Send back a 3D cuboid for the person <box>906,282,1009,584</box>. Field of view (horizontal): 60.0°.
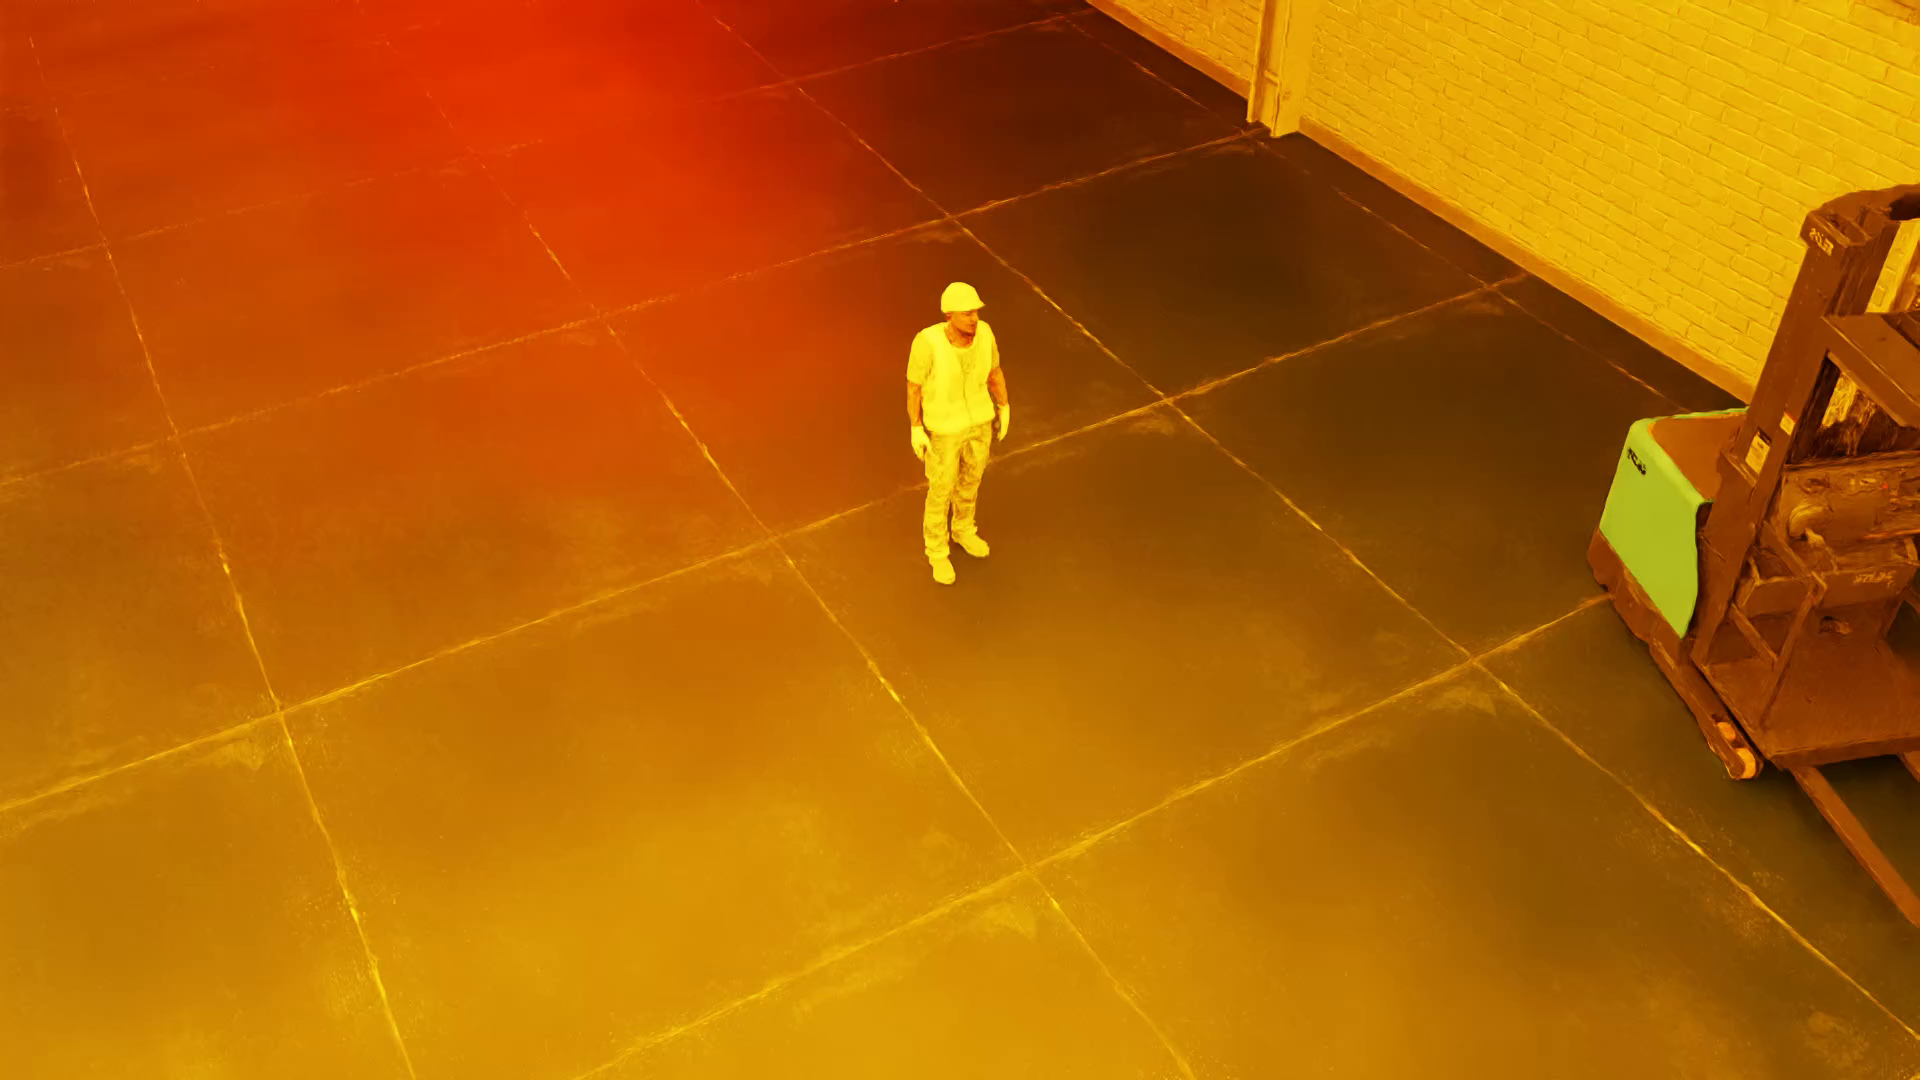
[{"bbox_3d":[0.029,-0.647,9.709,0.655,1.777,0.576,-20,44,-23],"label":"person"}]

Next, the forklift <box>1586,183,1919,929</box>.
[{"bbox_3d":[4.566,-0.117,8.177,1.130,2.935,3.031,-7,40,-8],"label":"forklift"}]
